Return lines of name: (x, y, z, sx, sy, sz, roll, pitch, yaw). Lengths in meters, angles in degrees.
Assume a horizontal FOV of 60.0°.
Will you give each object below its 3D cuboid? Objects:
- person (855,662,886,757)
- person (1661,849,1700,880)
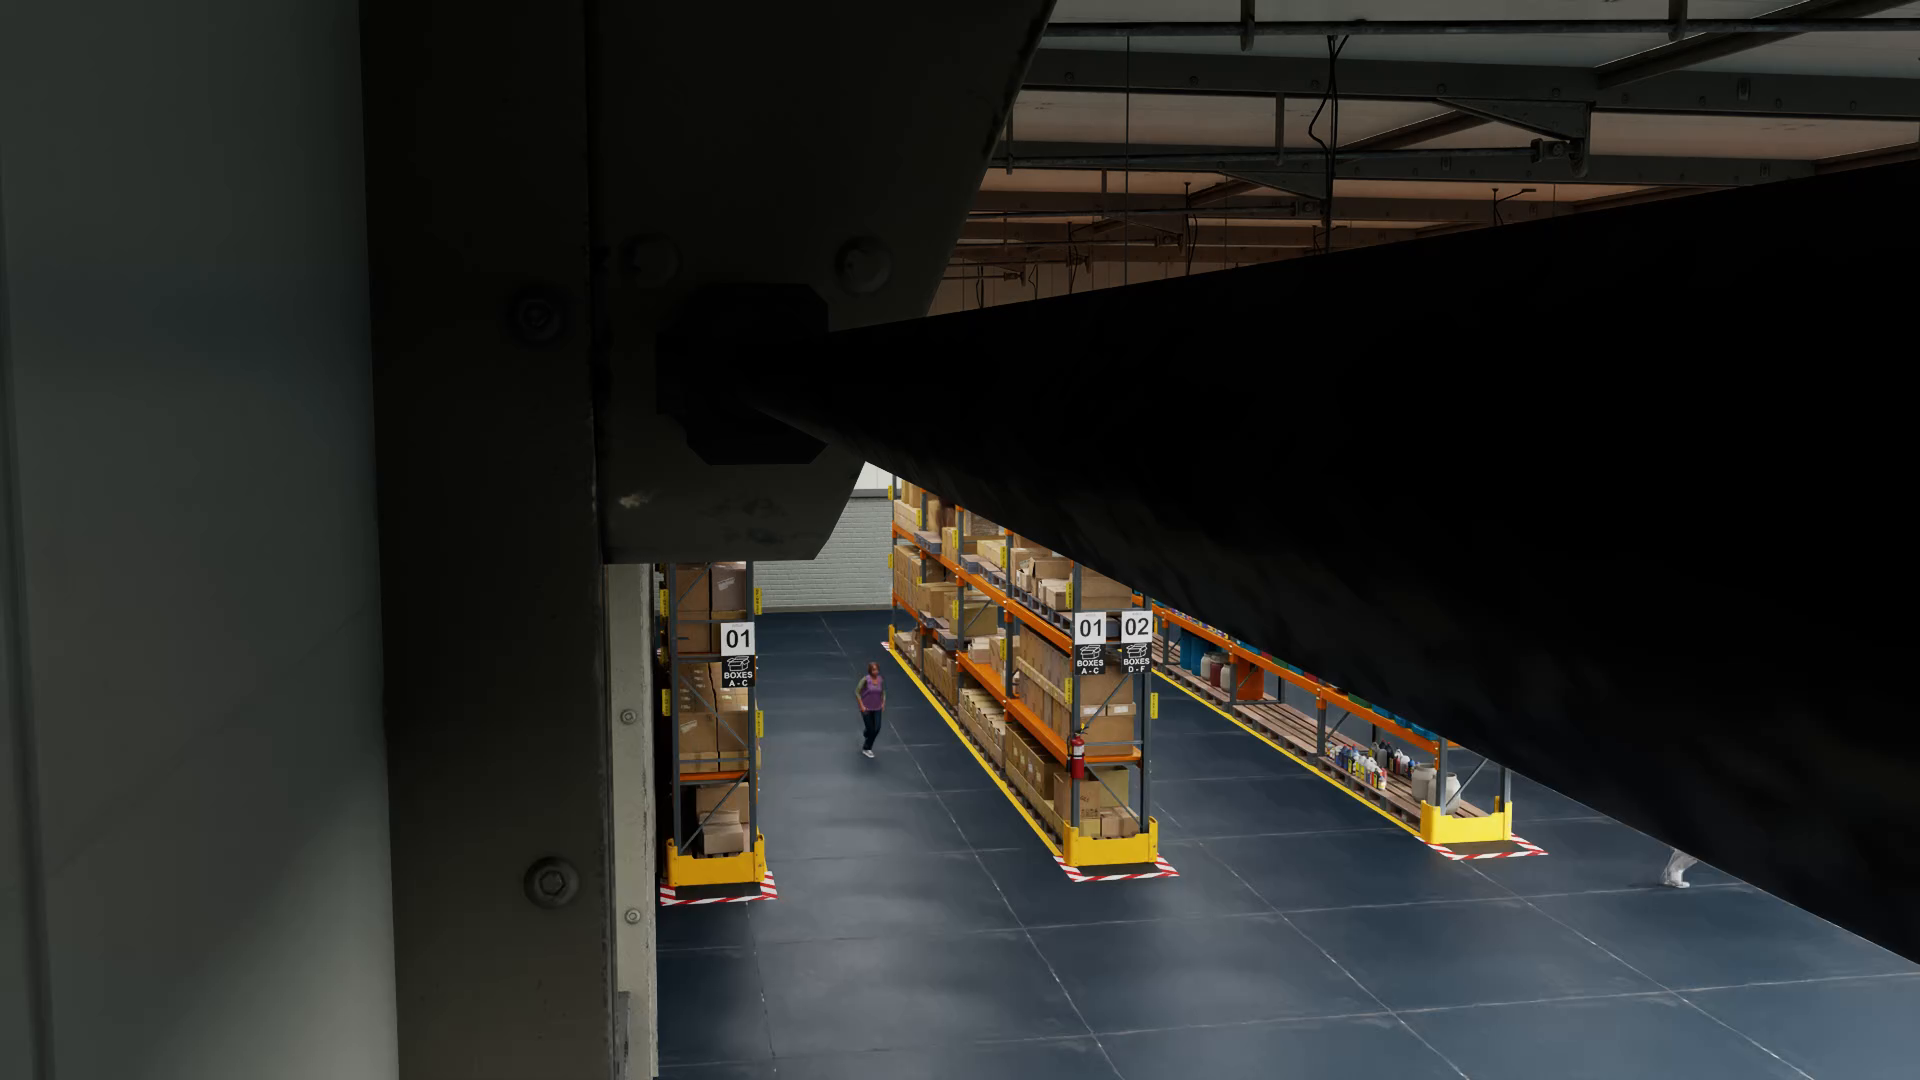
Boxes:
person: (-1.447, 2.700, 26.650, 0.540, 1.546, 0.518, -3, 7, -23)
person: (8.741, 3.406, 19.920, 0.558, 1.427, 0.511, 5, 8, 39)
